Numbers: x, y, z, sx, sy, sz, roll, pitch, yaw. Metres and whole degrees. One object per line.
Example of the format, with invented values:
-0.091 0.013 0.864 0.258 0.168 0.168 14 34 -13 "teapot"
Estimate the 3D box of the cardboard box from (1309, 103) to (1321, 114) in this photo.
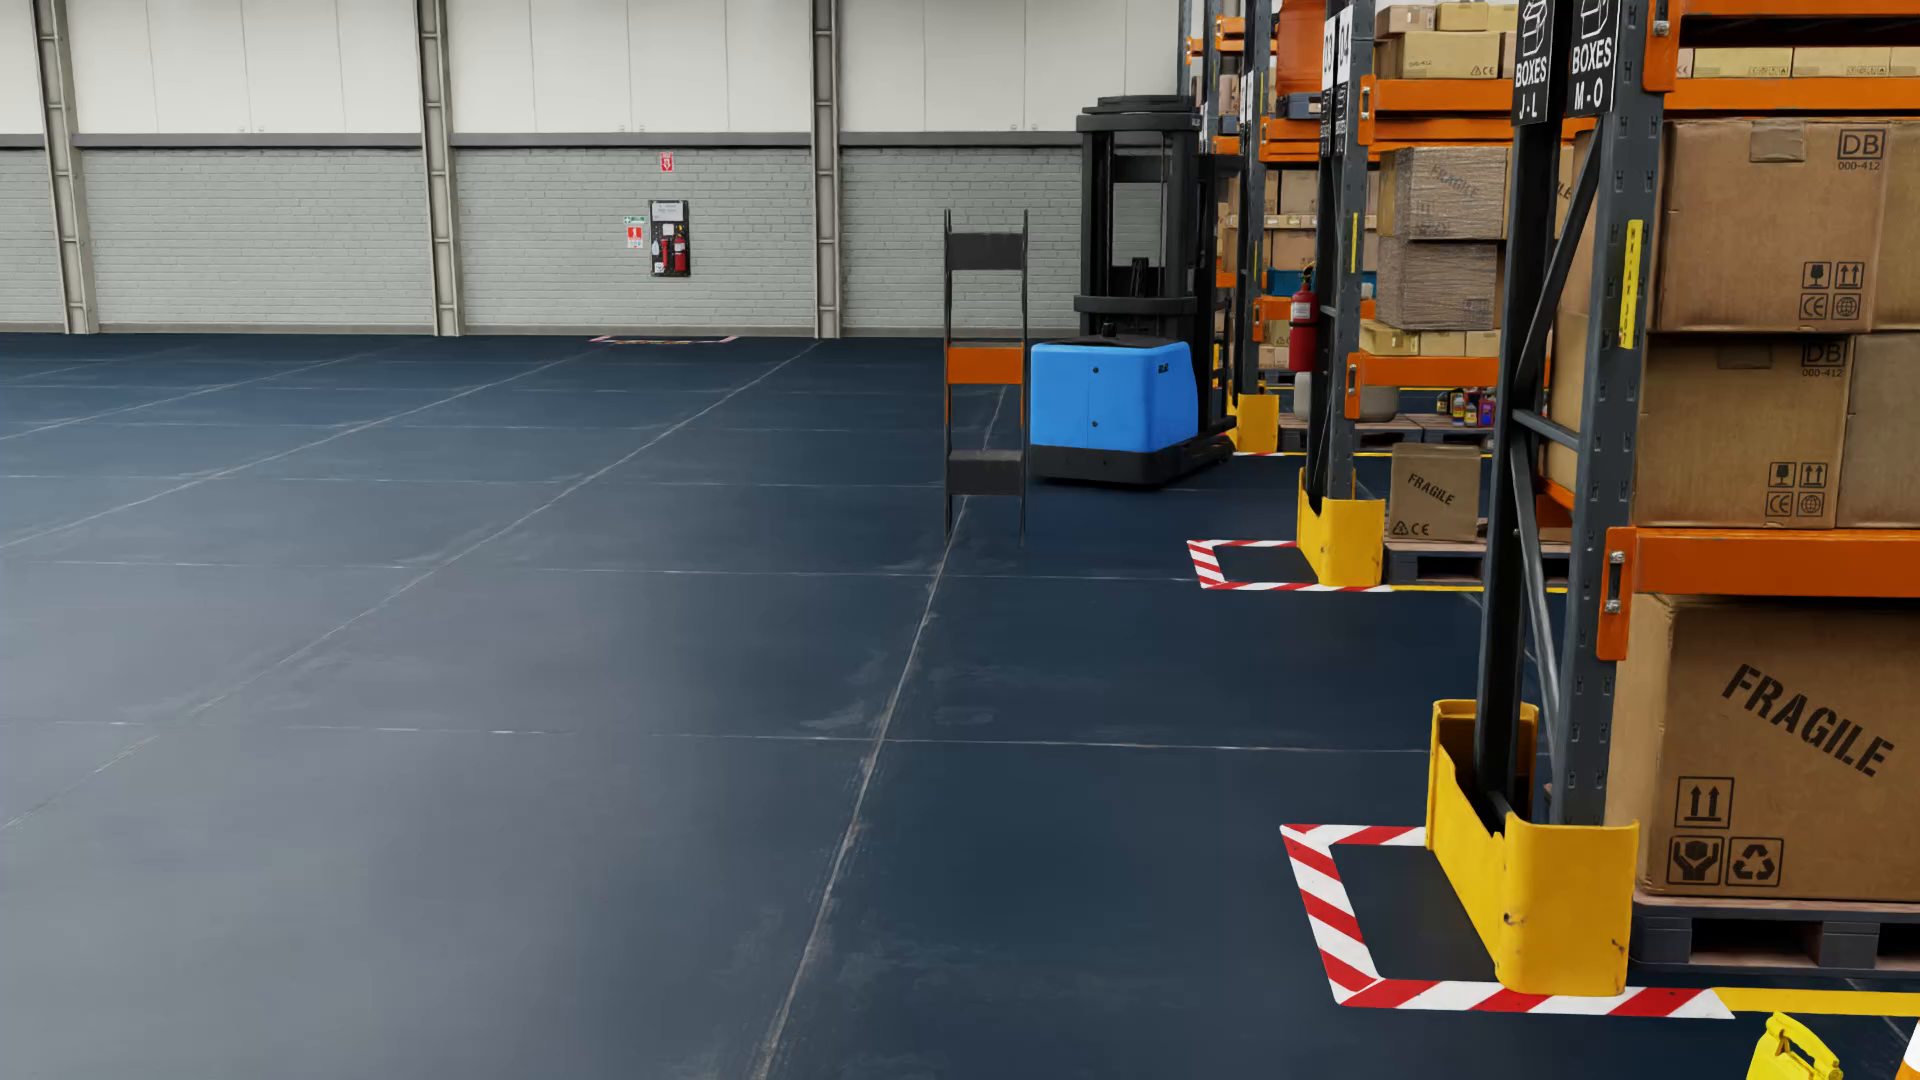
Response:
4.030 -4.913 18.847 0.250 0.149 0.380 1 12 4 "cardboard box"

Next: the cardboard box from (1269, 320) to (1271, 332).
4.449 -3.221 24.333 0.500 0.311 0.500 2 12 8 "cardboard box"

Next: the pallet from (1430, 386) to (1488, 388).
6.069 -1.945 19.552 1.213 0.211 1.003 1 12 4 "pallet"

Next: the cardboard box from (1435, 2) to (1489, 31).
2.714 -2.837 9.073 0.250 0.149 0.380 1 12 5 "cardboard box"

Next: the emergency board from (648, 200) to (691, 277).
-4.498 -4.648 25.664 0.643 1.169 0.194 1 12 4 "emergency board"

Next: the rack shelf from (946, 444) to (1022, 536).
0.165 -0.327 10.688 0.480 0.518 0.431 1 12 4 "rack shelf"

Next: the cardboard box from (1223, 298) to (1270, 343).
3.423 -2.626 19.852 0.500 0.500 0.500 1 12 4 "cardboard box"

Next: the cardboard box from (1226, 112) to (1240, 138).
4.046 -5.814 23.618 0.500 0.500 0.500 2 12 8 "cardboard box"

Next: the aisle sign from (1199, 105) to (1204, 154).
2.822 -4.679 19.460 0.004 0.787 0.394 1 12 4 "aisle sign"

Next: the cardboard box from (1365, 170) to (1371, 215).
4.414 -4.007 19.184 0.500 0.500 0.700 1 12 4 "cardboard box"

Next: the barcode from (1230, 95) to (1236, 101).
3.201 -5.192 19.520 0.075 0.075 0.001 1 12 4 "barcode"

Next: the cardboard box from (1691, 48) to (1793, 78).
4.195 -2.638 9.092 0.500 0.250 0.500 1 12 5 "cardboard box"

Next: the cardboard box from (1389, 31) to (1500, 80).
2.666 -2.657 9.185 0.500 0.250 0.500 1 12 5 "cardboard box"

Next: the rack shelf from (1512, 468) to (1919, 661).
3.766 0.070 4.866 4.000 0.370 1.077 1 12 4 "rack shelf"

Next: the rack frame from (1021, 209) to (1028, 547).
0.409 -1.022 10.526 0.015 2.100 0.400 1 12 4 "rack frame"

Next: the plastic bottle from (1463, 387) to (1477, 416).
4.645 -1.271 15.096 0.135 0.276 0.152 1 12 4 "plastic bottle"

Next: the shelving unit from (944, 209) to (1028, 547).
0.165 -1.025 10.542 0.503 2.100 0.431 1 12 4 "shelving unit"

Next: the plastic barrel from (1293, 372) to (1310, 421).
3.195 -1.328 14.841 0.421 0.512 0.421 0 12 0 "plastic barrel"

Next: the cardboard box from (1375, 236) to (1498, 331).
2.749 -1.503 9.657 0.500 0.500 0.875 1 12 4 "cardboard box"

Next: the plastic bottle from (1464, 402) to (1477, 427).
4.425 -1.089 14.409 0.097 0.201 0.097 0 12 0 "plastic bottle"

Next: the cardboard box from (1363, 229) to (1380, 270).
4.878 -3.365 19.283 0.500 0.500 0.700 1 12 5 "cardboard box"

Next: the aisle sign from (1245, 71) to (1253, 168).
2.442 -3.547 14.050 0.004 0.787 0.394 1 12 4 "aisle sign"

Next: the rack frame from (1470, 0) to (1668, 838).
1.770 -0.310 4.923 0.127 3.000 1.000 1 12 4 "rack frame"

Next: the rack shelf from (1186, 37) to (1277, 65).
5.191 -6.913 23.602 4.000 0.370 1.077 1 12 4 "rack shelf"

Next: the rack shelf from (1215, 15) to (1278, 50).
4.864 -5.707 18.805 4.000 0.370 1.077 1 12 4 "rack shelf"

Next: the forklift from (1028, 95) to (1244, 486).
1.644 -2.097 13.636 1.130 2.935 3.031 6 13 26 "forklift"

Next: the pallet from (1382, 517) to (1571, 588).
3.087 0.063 9.953 1.213 0.211 1.003 1 12 4 "pallet"

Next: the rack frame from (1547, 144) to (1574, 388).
6.859 -3.291 19.173 0.127 3.000 1.000 1 12 4 "rack frame"

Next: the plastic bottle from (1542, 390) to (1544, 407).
5.150 -1.235 14.922 0.135 0.276 0.152 1 12 4 "plastic bottle"

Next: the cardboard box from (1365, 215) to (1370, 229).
4.530 -3.645 19.040 0.250 0.149 0.380 1 12 3 "cardboard box"

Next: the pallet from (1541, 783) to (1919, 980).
2.573 1.050 5.233 1.213 0.211 1.003 1 12 4 "pallet"

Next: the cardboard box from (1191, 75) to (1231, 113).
3.564 -6.319 23.589 0.500 0.500 0.500 0 12 0 "cardboard box"

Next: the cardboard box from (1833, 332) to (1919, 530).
2.694 -0.384 4.913 0.550 0.550 0.875 1 12 4 "cardboard box"

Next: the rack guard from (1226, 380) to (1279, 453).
2.612 -1.119 14.895 0.348 0.500 1.175 1 12 4 "rack guard"

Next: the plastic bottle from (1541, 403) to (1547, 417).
5.067 -1.080 14.367 0.097 0.201 0.097 0 12 0 "plastic bottle"

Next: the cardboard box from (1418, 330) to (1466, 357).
2.719 -1.139 9.500 0.250 0.149 0.380 1 12 4 "cardboard box"

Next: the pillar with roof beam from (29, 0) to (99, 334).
-14.296 -6.828 21.431 0.400 9.000 9.100 1 12 4 "pillar with roof beam"

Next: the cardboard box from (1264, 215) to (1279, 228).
3.509 -3.659 19.108 0.250 0.149 0.380 0 12 2 "cardboard box"

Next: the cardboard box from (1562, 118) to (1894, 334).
2.138 -0.899 4.735 0.550 0.550 0.875 1 12 4 "cardboard box"

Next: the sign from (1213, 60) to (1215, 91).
2.825 -5.167 18.489 0.005 0.325 0.100 1 12 4 "sign"

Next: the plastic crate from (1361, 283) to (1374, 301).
3.405 -2.127 14.252 0.250 0.136 0.298 1 12 4 "plastic crate"

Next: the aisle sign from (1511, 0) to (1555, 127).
1.720 -1.645 4.954 0.004 0.787 0.394 1 12 4 "aisle sign"

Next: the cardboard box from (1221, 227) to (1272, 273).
3.333 -3.385 19.382 0.500 0.500 0.700 1 12 4 "cardboard box"

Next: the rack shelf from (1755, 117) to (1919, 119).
8.520 -3.368 13.972 4.000 0.370 1.077 1 12 4 "rack shelf"

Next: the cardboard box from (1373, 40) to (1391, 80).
2.701 -2.762 9.685 0.500 0.250 0.500 1 12 5 "cardboard box"

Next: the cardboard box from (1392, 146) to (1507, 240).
2.733 -1.942 9.315 0.500 0.500 0.500 1 12 4 "cardboard box"

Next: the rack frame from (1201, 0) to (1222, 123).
2.868 -6.282 18.821 0.127 3.000 1.000 1 12 4 "rack frame"

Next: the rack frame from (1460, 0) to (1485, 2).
7.187 -7.239 23.397 0.127 3.000 1.000 1 12 4 "rack frame"

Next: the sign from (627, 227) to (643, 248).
-5.043 -4.694 25.797 0.234 0.329 0.001 1 12 4 "sign"
